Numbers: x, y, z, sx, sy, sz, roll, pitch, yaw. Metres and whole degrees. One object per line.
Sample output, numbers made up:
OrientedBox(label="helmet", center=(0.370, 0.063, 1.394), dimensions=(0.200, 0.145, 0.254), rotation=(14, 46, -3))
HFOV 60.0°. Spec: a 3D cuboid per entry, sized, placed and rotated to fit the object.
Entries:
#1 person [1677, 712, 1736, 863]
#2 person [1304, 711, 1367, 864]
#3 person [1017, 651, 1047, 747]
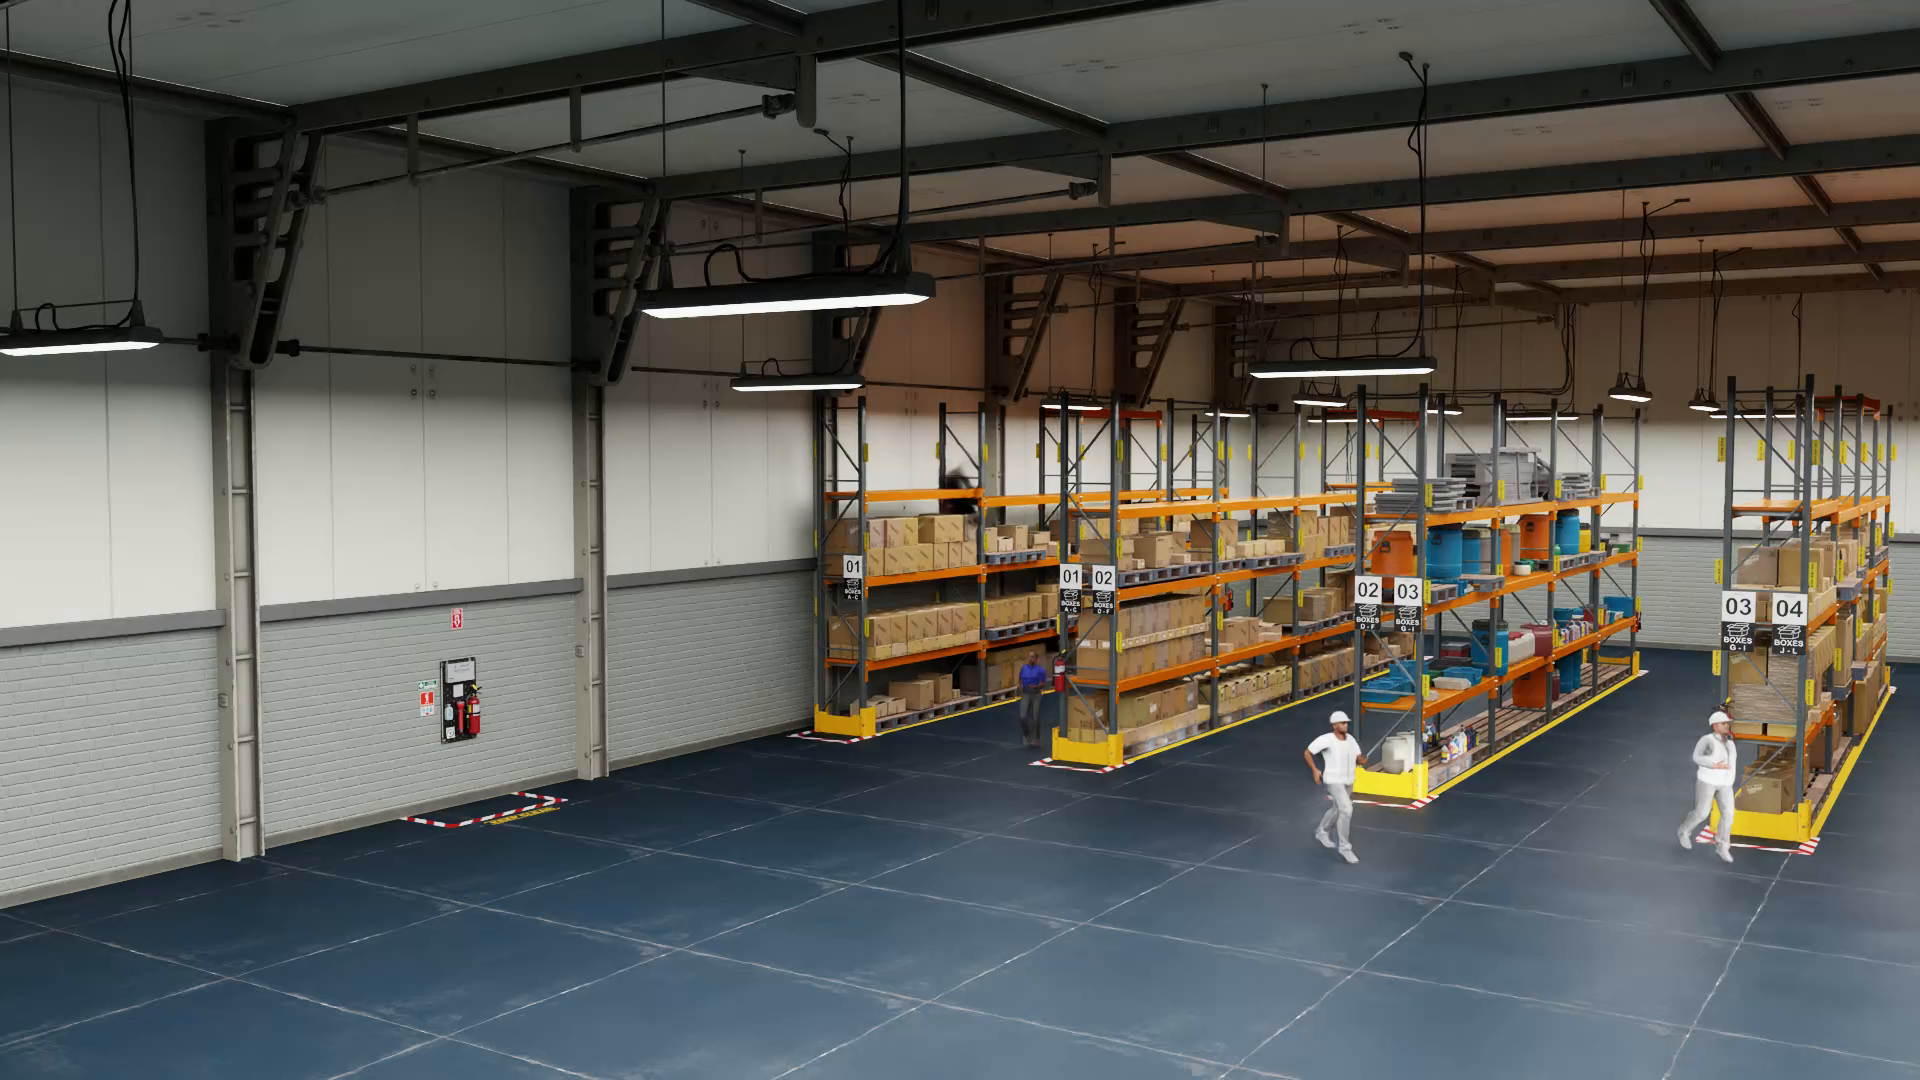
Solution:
OrientedBox(label="person", center=(9.372, 3.018, 20.626), dimensions=(0.683, 1.781, 0.891), rotation=(-1, 3, -15))
OrientedBox(label="person", center=(4.687, 3.027, 20.597), dimensions=(0.677, 1.821, 0.820), rotation=(-2, 4, -37))
OrientedBox(label="person", center=(1.195, 2.701, 28.215), dimensions=(0.546, 1.646, 0.645), rotation=(1, 3, 17))
